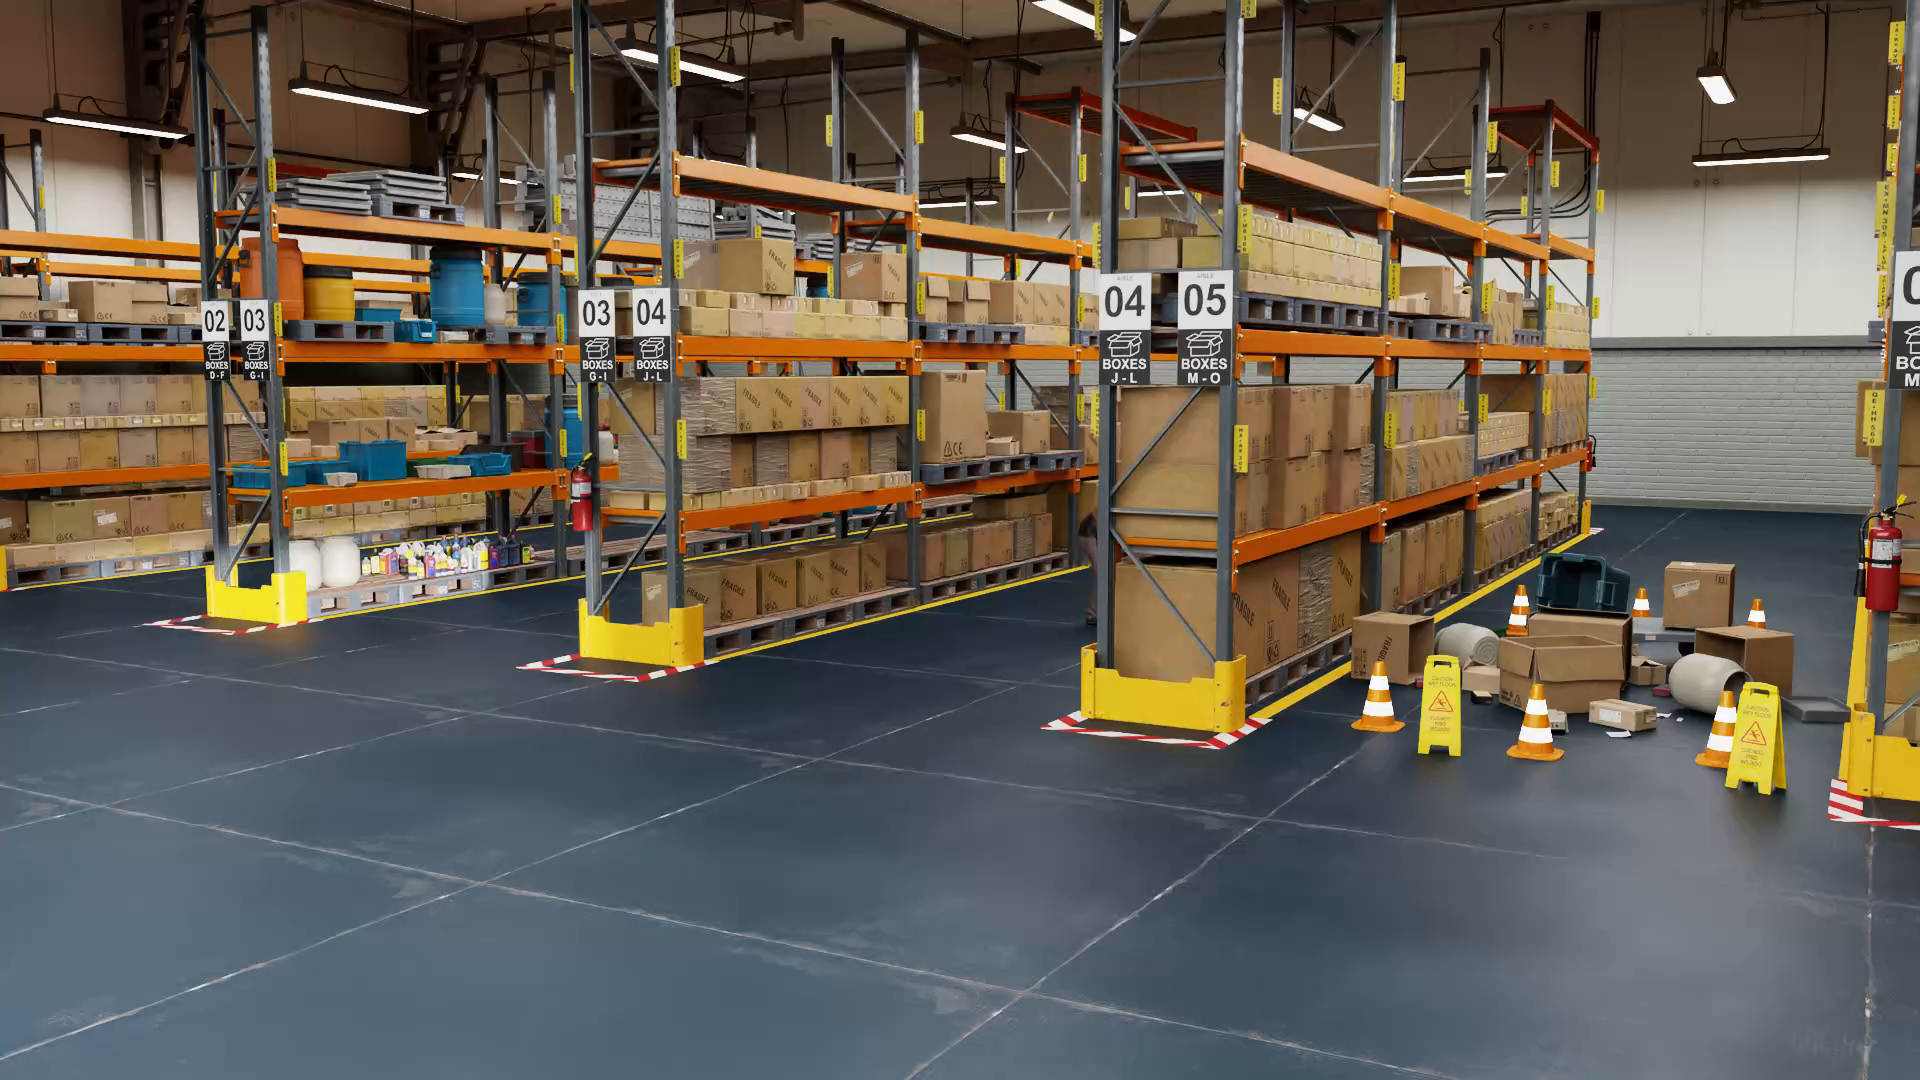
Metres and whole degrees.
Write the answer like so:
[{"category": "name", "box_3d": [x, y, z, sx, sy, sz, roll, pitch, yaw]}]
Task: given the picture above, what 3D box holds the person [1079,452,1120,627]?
[{"category": "person", "box_3d": [1.409, -0.027, 16.510, 0.427, 1.720, 0.589, 3, 6, 25]}]
